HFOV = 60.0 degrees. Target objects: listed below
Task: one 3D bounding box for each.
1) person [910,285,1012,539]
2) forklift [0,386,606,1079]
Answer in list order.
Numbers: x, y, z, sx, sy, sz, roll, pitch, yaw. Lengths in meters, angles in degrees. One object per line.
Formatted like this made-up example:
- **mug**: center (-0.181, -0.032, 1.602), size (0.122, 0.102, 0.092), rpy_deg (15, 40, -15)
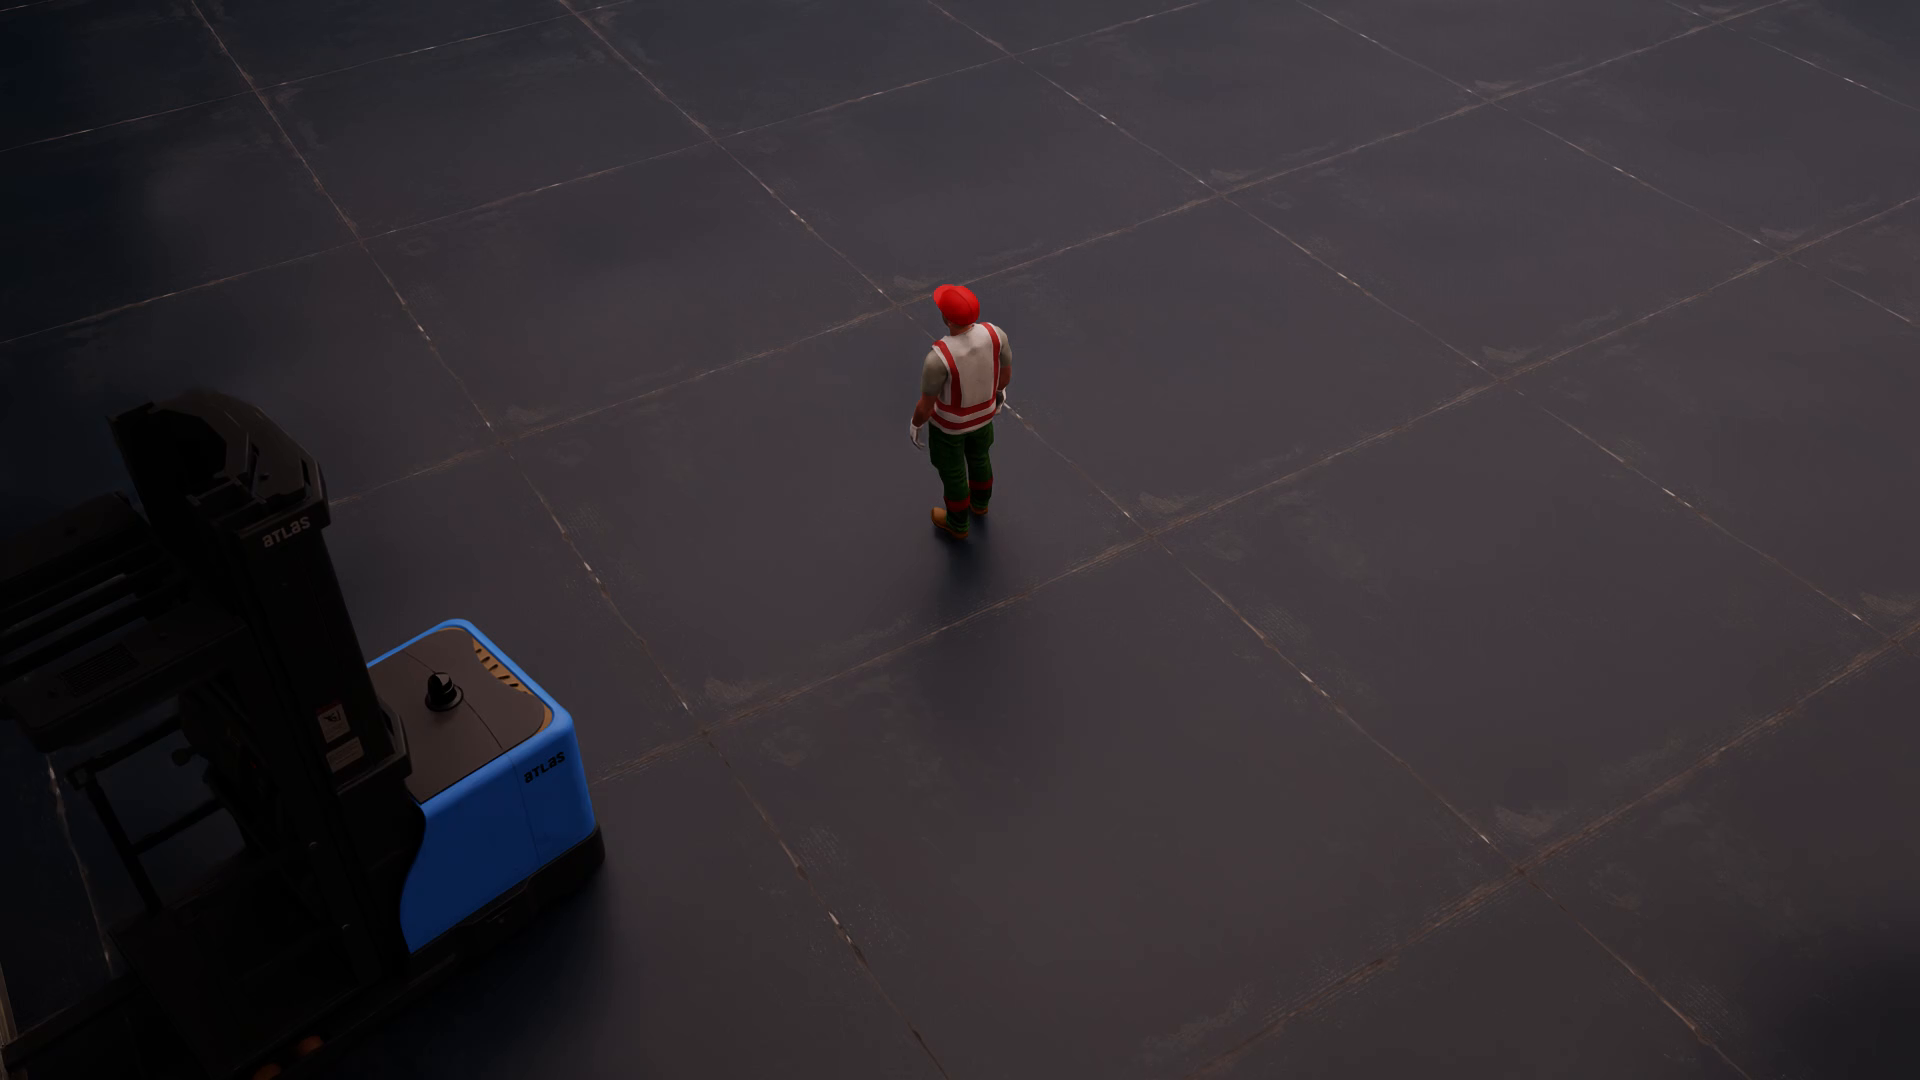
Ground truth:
- **person**: center (-0.033, -0.759, 9.534), size (0.637, 1.789, 0.561), rpy_deg (-23, 46, -24)
- **forklift**: center (-3.156, 0.963, 6.769), size (3.031, 2.935, 1.130), rpy_deg (-33, 51, -32)
